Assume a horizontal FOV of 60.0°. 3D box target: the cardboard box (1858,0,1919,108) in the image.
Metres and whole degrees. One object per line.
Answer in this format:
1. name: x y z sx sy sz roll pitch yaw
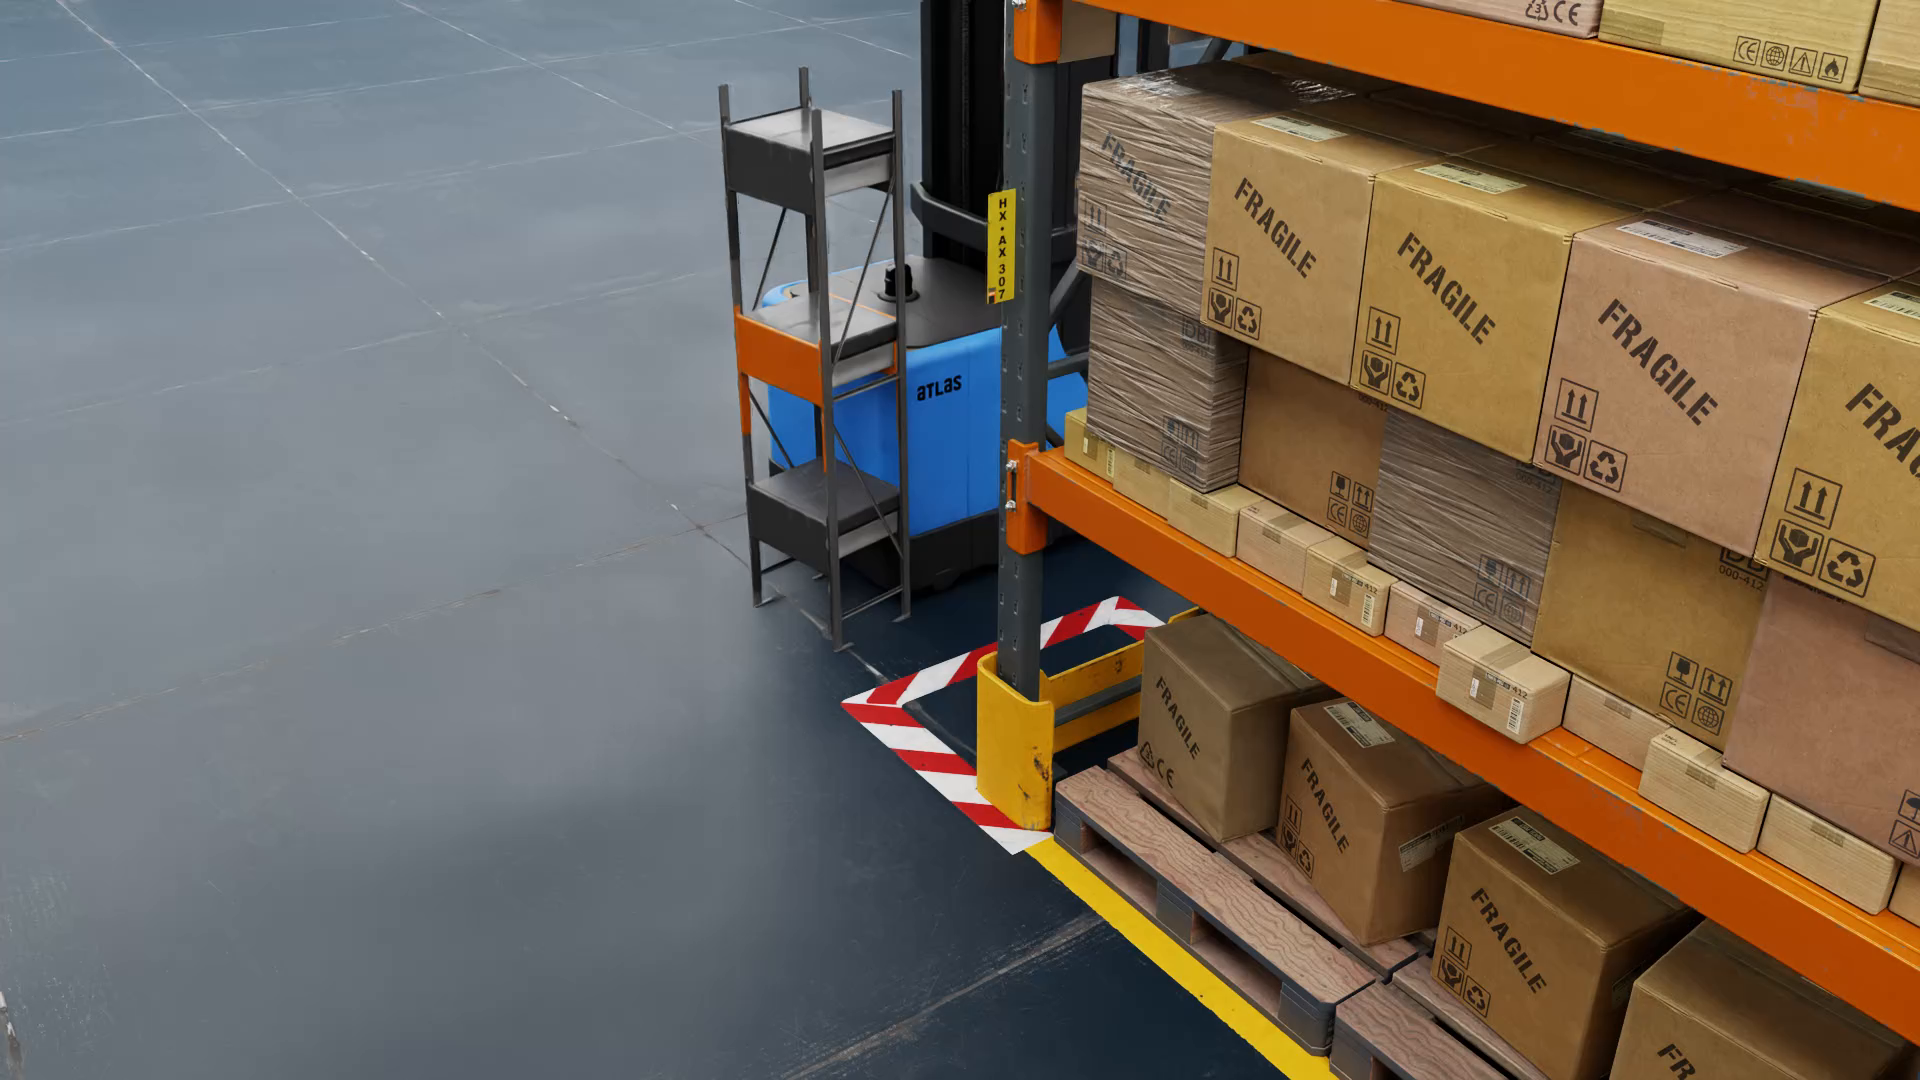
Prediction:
1. cardboard box: 1.812 -0.809 2.610 0.500 0.250 0.500 -19 34 -31

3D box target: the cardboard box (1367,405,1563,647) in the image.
1. cardboard box: 1.502 -0.190 4.040 0.875 0.500 0.500 -19 34 -31

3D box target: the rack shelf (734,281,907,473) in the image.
1. rack shelf: -0.518 -0.621 6.221 0.480 0.518 0.431 25 37 38

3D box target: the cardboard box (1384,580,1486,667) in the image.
1. cardboard box: 1.265 0.167 4.062 0.380 0.149 0.250 -19 34 -31

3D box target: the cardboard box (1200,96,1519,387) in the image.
1. cardboard box: 0.944 -0.732 3.992 0.500 0.500 0.500 -19 34 -31

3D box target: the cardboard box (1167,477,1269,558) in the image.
1. cardboard box: 0.796 -0.113 4.578 0.380 0.149 0.250 -19 34 -31

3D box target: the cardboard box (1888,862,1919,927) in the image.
1. cardboard box: 2.012 0.646 3.182 0.380 0.149 0.250 -19 34 -31

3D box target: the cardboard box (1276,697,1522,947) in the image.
1. cardboard box: 1.286 0.780 4.850 0.500 0.500 0.500 -10 30 -18

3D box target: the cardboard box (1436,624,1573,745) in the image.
1. cardboard box: 1.325 0.293 3.830 0.380 0.149 0.250 -19 34 -31

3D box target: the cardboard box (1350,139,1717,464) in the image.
1. cardboard box: 1.235 -0.538 3.634 0.500 0.500 0.500 -19 34 -31

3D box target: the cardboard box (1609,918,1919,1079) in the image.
1. cardboard box: 1.921 1.258 3.969 0.500 0.500 0.500 -22 36 -35

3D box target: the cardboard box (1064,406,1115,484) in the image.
1. cardboard box: 0.534 -0.317 4.954 0.380 0.149 0.250 -19 34 -31

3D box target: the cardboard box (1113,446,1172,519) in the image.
1. cardboard box: 0.663 -0.214 4.765 0.380 0.149 0.250 -19 34 -31

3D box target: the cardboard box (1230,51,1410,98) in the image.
1. cardboard box: 1.083 -1.073 4.618 0.500 0.500 0.500 -19 34 -31

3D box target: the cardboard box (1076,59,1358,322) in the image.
1. cardboard box: 0.660 -0.929 4.353 0.500 0.500 0.500 -19 34 -31

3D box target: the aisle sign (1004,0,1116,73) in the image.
1. aisle sign: 0.283 -1.687 4.490 0.394 0.787 0.004 -19 34 -31

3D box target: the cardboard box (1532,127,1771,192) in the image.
1. cardboard box: 1.666 -0.685 3.904 0.500 0.500 0.500 -19 34 -31

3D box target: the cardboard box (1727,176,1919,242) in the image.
1. cardboard box: 1.949 -0.488 3.542 0.500 0.500 0.500 -19 34 -31

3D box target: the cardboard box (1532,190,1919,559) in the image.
1. cardboard box: 1.530 -0.346 3.280 0.500 0.500 0.500 -19 34 -31

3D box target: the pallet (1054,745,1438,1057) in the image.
1. pallet: 1.049 0.977 5.231 1.003 0.211 1.213 -19 34 -31

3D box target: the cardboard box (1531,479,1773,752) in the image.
1. cardboard box: 1.783 0.008 3.676 0.875 0.500 0.500 -19 34 -31

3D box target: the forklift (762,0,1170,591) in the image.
1. forklift: 0.646 -1.628 7.176 3.031 2.935 1.130 -20 34 -32

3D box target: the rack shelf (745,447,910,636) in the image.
1. rack shelf: -0.518 -0.006 6.555 0.480 0.518 0.431 25 37 38

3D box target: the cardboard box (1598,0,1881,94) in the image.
1. cardboard box: 1.526 -1.004 2.970 0.500 0.250 0.500 -18 33 -29

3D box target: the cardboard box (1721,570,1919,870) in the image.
1. cardboard box: 2.039 0.214 3.297 0.875 0.500 0.500 -19 34 -31

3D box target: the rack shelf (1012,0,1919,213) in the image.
1. rack shelf: 1.723 -0.829 3.243 1.077 0.370 4.000 -19 34 -31

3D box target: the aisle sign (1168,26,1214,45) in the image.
1. aisle sign: 0.771 -1.854 4.796 0.394 0.787 0.004 -19 34 -31

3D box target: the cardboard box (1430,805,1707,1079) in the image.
1. cardboard box: 1.634 1.029 4.392 0.500 0.500 0.500 -15 32 -26

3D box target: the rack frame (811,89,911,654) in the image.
1. rack frame: -0.344 -0.551 6.064 0.015 2.100 0.400 25 37 38

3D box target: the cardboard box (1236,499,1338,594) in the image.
1. cardboard box: 0.958 -0.022 4.410 0.380 0.149 0.250 -19 34 -31

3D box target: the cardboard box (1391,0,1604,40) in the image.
1. cardboard box: 1.220 -1.205 3.340 0.500 0.250 0.500 -19 34 -31

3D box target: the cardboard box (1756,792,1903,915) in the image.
1. cardboard box: 1.834 0.560 3.340 0.380 0.149 0.250 -19 34 -31

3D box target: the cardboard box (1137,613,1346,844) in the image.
1. cardboard box: 0.911 0.557 5.260 0.500 0.500 0.500 -12 31 -22

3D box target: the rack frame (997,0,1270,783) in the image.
1. rack frame: 0.563 -0.604 5.219 1.000 3.000 0.127 -19 34 -31

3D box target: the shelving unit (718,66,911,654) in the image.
1. shelving unit: -0.518 -0.633 6.215 0.503 2.100 0.431 25 37 38

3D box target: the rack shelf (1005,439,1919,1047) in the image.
1. rack shelf: 1.723 0.490 3.959 1.077 0.370 4.000 -19 34 -31

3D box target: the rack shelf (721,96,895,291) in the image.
1. rack shelf: -0.518 -1.236 5.887 0.480 0.518 0.431 25 37 38

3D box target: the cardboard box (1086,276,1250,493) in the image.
1. cardboard box: 0.860 -0.557 4.717 0.875 0.500 0.500 -19 34 -31

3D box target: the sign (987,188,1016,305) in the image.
1. sign: 0.121 -0.834 4.736 0.100 0.325 0.005 -19 34 -31

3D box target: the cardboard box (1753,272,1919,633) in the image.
1. cardboard box: 1.818 -0.150 2.920 0.500 0.500 0.500 -19 34 -31

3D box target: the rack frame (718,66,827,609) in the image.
1. rack frame: -0.692 -0.714 6.365 0.015 2.100 0.400 25 37 38

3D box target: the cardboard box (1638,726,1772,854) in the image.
1. cardboard box: 1.661 0.472 3.501 0.380 0.149 0.250 -19 34 -31

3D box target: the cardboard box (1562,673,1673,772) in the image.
1. cardboard box: 1.578 0.354 3.719 0.380 0.149 0.250 -19 34 -31

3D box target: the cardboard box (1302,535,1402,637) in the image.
1. cardboard box: 1.097 0.078 4.227 0.380 0.149 0.250 -19 34 -31

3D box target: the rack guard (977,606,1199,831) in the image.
1. rack guard: 0.607 0.524 5.761 1.175 0.500 0.348 -19 34 -31

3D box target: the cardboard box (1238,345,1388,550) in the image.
1. cardboard box: 1.247 -0.396 4.420 0.875 0.500 0.500 -19 34 -31

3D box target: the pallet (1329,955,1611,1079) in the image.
1. pallet: 1.753 1.450 4.358 1.003 0.211 1.213 -19 34 -31

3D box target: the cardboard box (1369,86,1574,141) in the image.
1. cardboard box: 1.378 -0.880 4.263 0.500 0.500 0.500 -19 34 -31
